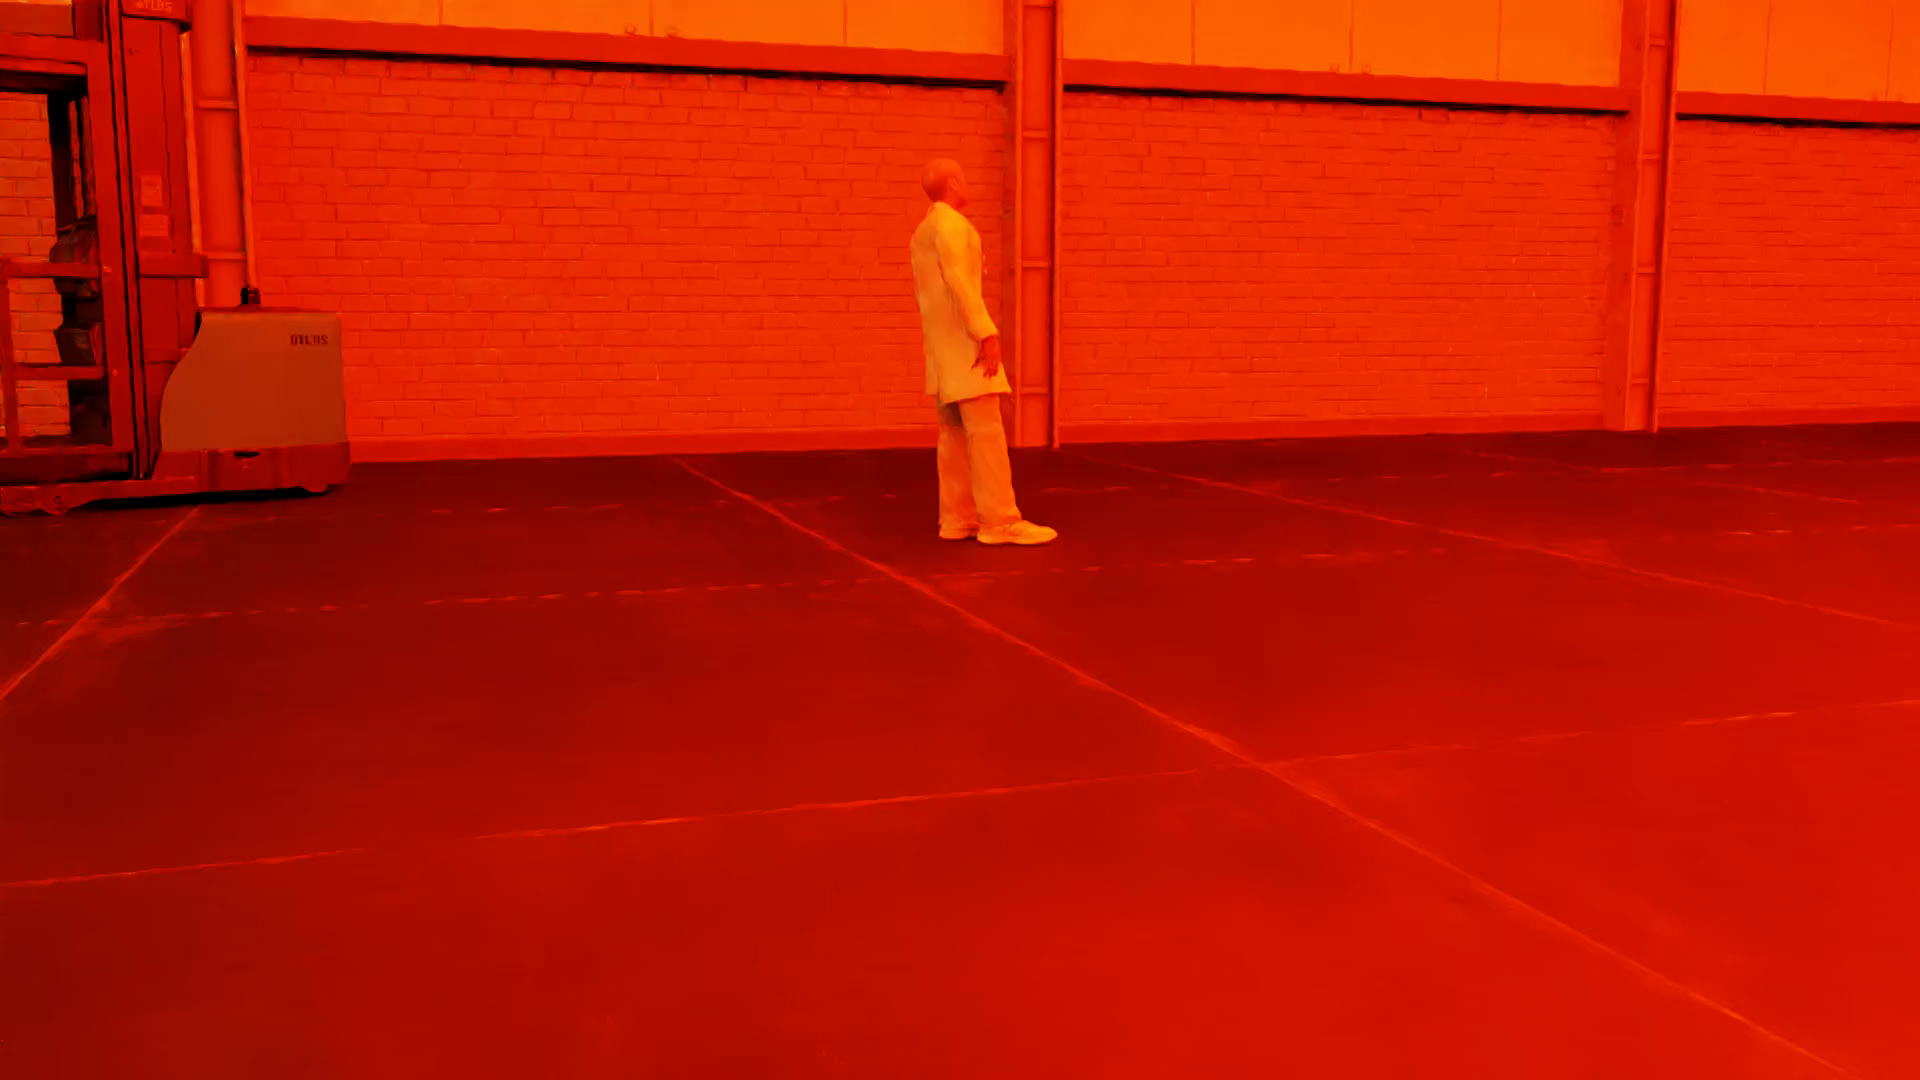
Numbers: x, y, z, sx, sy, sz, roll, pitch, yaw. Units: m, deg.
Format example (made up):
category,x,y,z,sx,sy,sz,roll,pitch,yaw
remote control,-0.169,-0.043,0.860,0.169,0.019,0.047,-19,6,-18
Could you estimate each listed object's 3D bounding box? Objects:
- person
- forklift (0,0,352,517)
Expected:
category,x,y,z,sx,sy,sz,roll,pitch,yaw
person,0.088,-0.891,7.828,0.579,1.776,0.694,-3,8,-18
forklift,-5.106,-1.652,9.194,3.031,2.935,1.130,-6,10,-38
